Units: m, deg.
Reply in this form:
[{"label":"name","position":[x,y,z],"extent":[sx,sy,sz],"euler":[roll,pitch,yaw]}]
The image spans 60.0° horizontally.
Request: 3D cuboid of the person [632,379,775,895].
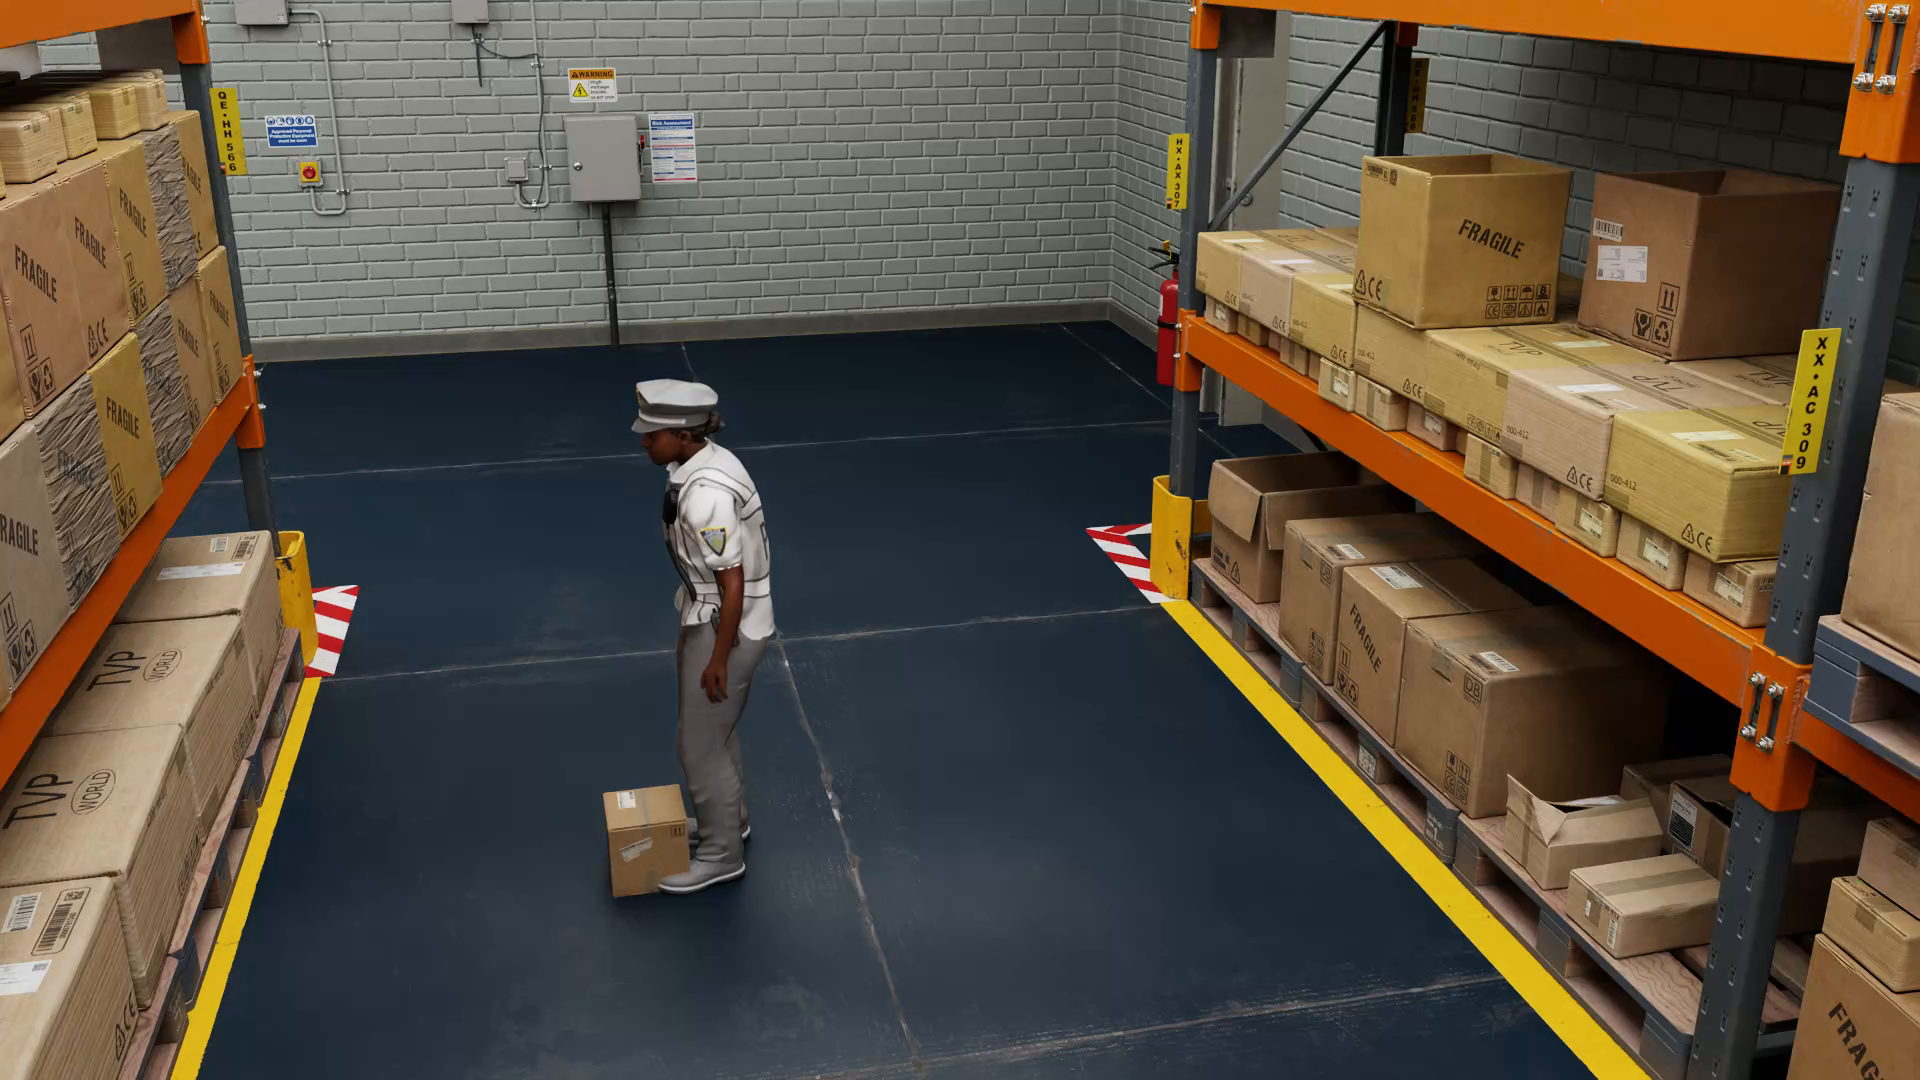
[{"label":"person","position":[-0.808,0.297,5.249],"extent":[0.425,1.655,0.515],"euler":[-5,20,-15]}]
